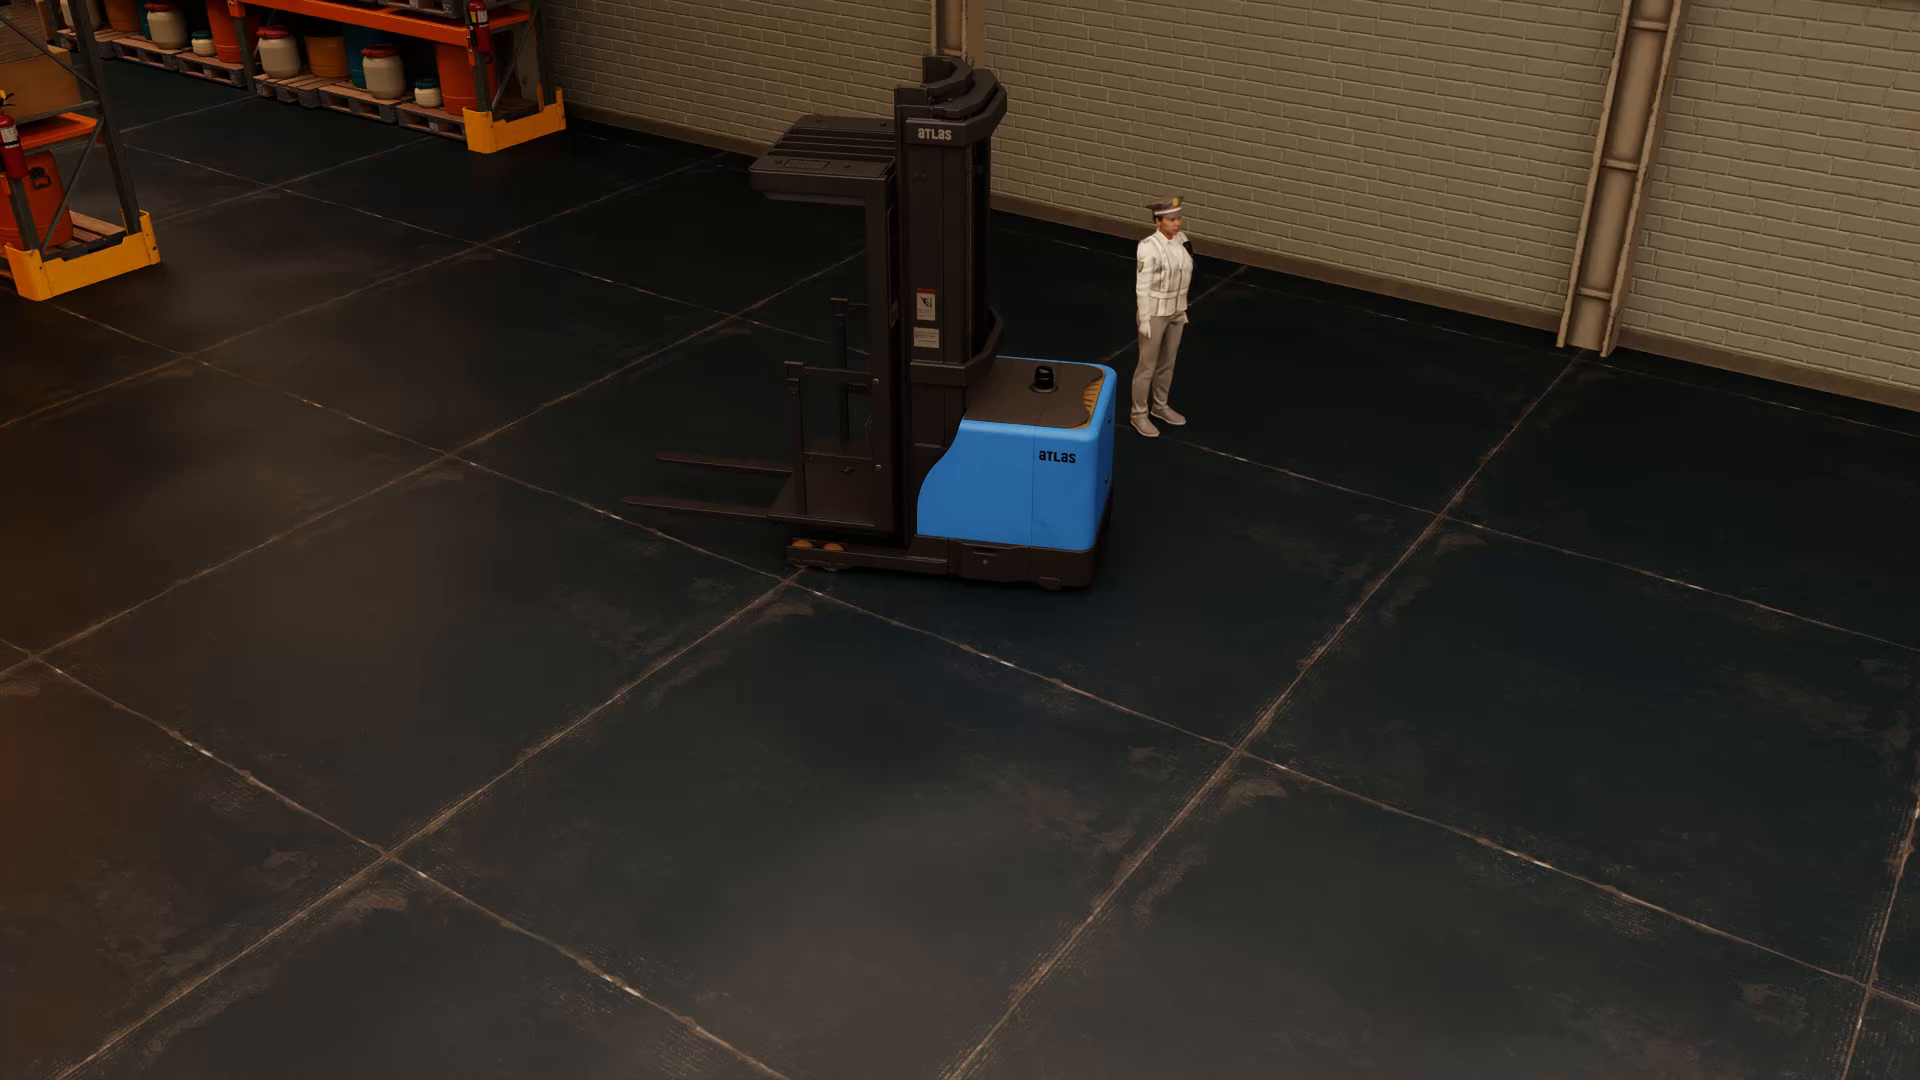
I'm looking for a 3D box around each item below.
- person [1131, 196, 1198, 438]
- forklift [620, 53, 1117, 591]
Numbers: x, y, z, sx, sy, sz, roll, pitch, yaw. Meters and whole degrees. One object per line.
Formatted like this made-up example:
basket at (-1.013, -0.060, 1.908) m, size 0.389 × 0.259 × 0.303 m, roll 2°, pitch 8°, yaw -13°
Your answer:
person at (1.409, -1.573, 11.529) m, size 0.459 × 1.694 × 0.351 m, roll -24°, pitch 38°, yaw -35°
forklift at (-0.596, -1.330, 9.871) m, size 3.031 × 2.935 × 1.130 m, roll 6°, pitch 31°, yaw 10°
